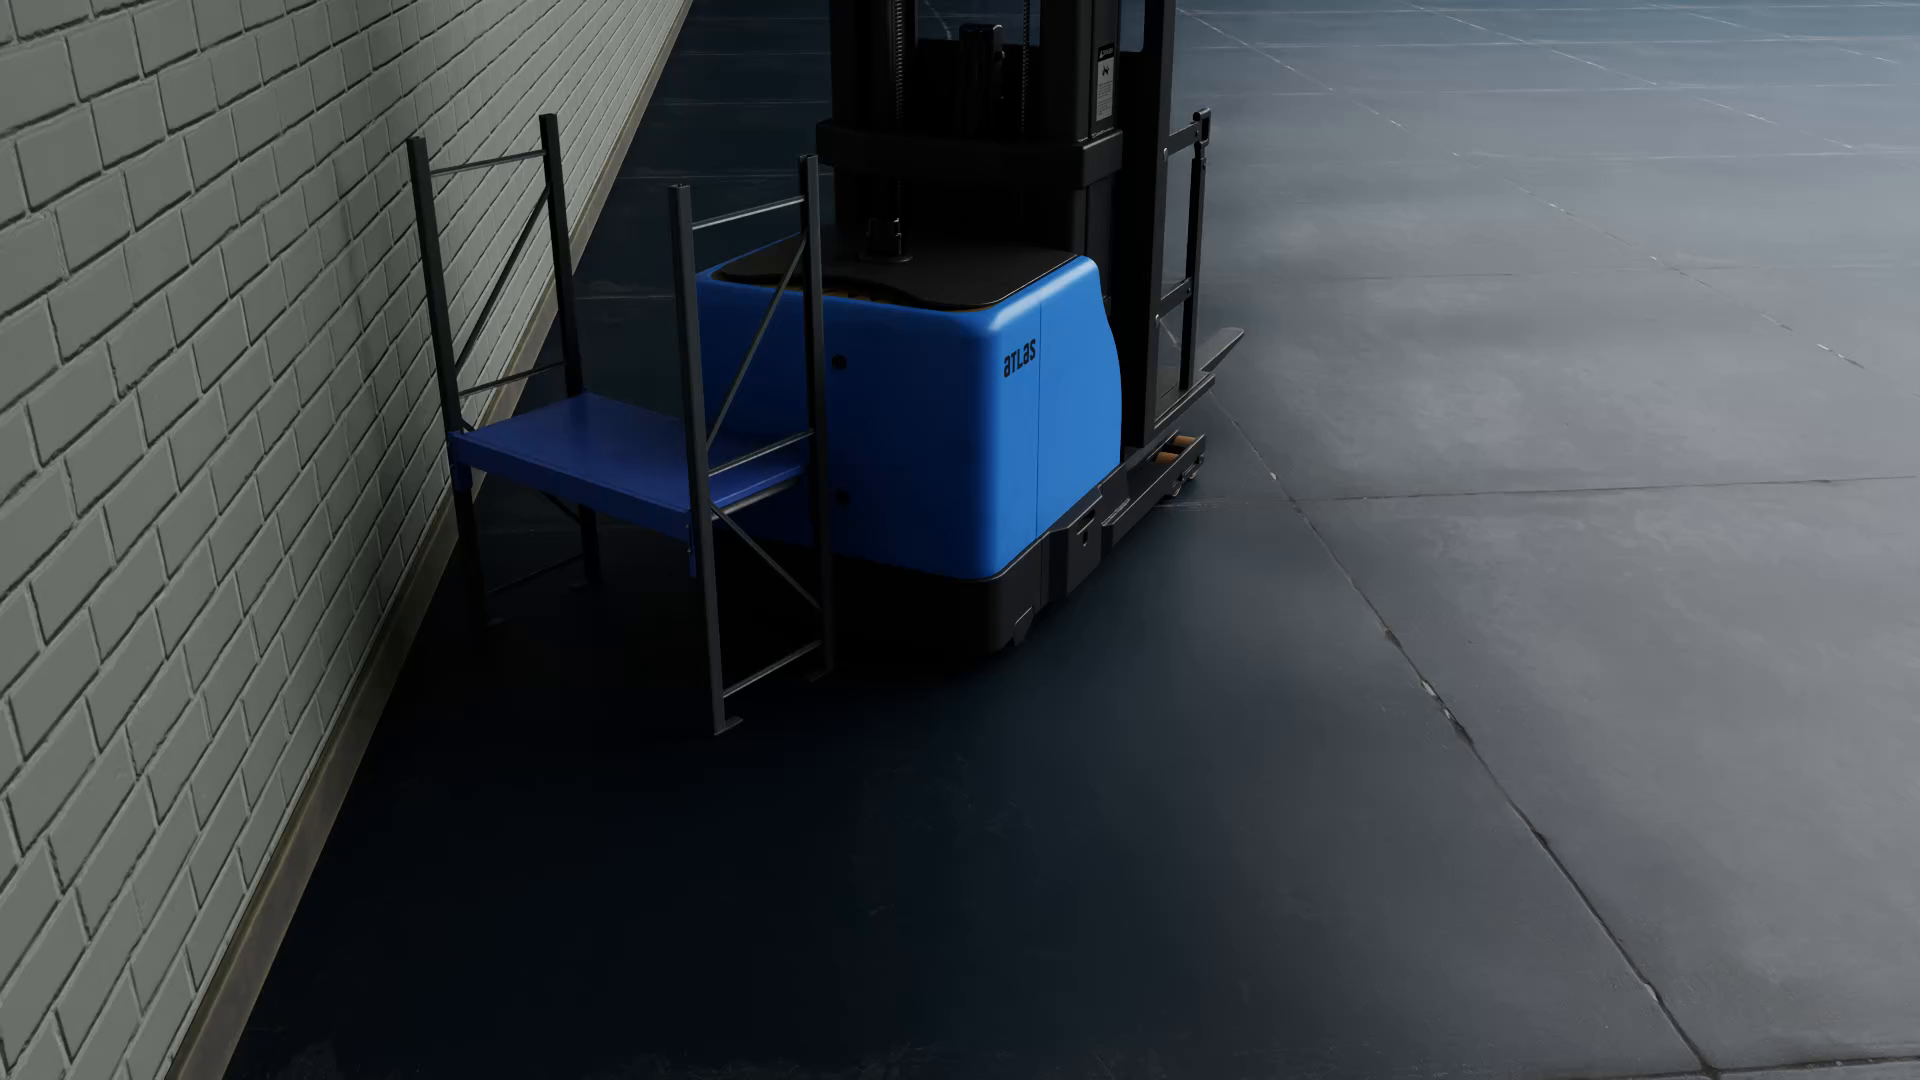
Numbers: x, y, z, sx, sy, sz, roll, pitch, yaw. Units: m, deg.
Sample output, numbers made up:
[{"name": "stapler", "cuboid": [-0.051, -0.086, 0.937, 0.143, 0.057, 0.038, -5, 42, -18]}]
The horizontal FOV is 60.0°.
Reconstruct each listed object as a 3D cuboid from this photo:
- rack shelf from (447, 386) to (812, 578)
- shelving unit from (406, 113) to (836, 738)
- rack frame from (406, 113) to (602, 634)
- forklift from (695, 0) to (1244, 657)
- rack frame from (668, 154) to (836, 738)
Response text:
[{"name": "rack shelf", "cuboid": [-0.935, -0.191, 4.776, 1.000, 0.185, 0.538, 17, 29, 34]}, {"name": "shelving unit", "cuboid": [-0.935, -0.355, 4.703, 1.048, 1.500, 0.538, 17, 29, 34]}, {"name": "rack frame", "cuboid": [-1.339, -0.480, 4.984, 0.032, 1.500, 0.500, 17, 29, 34]}, {"name": "forklift", "cuboid": [0.274, -1.566, 5.665, 1.130, 2.935, 3.031, 11, 26, 24]}, {"name": "rack frame", "cuboid": [-0.530, -0.230, 4.421, 0.032, 1.500, 0.500, 17, 29, 34]}]
